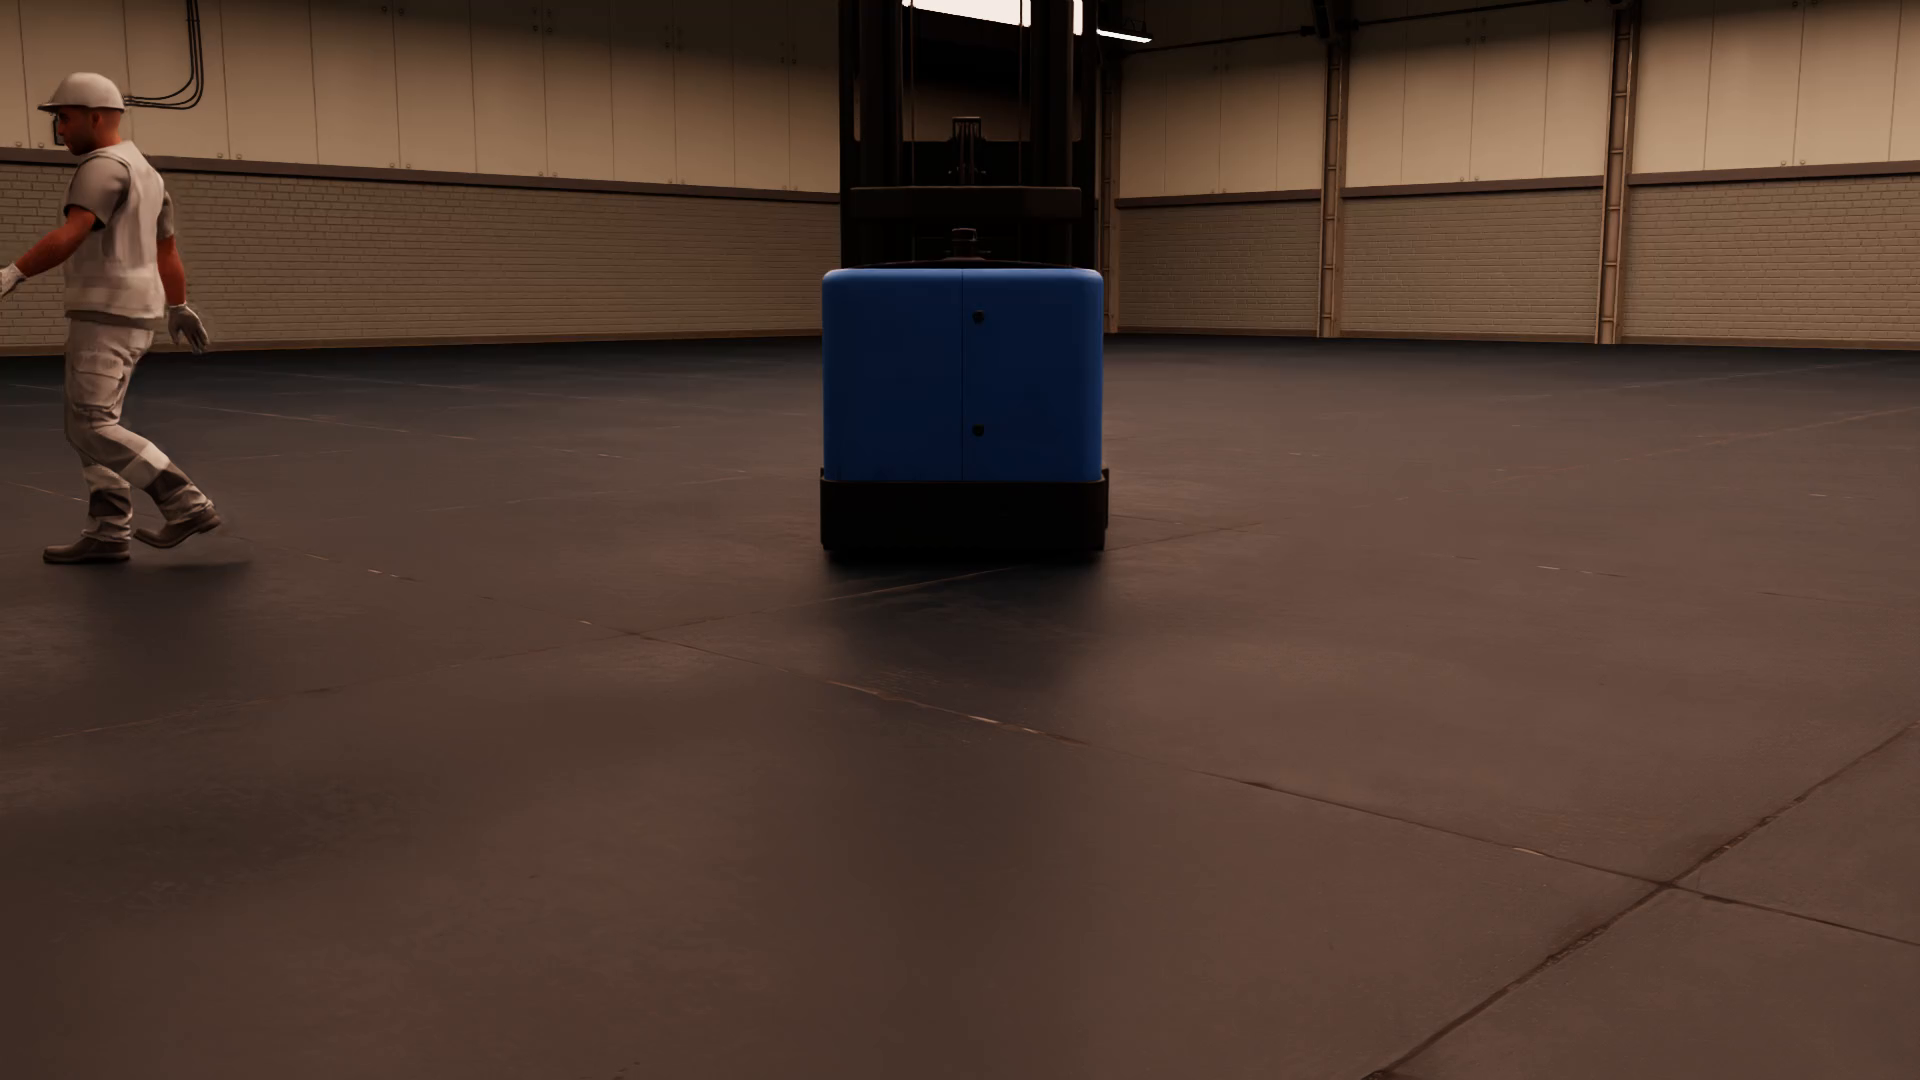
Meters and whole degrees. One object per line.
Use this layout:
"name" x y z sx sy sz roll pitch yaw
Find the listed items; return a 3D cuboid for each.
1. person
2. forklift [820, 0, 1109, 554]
"person" -3.093 -0.793 6.063 0.690 1.764 0.889 -2 9 -14
"forklift" 0.037 -1.577 7.344 1.130 2.935 3.031 0 9 1
